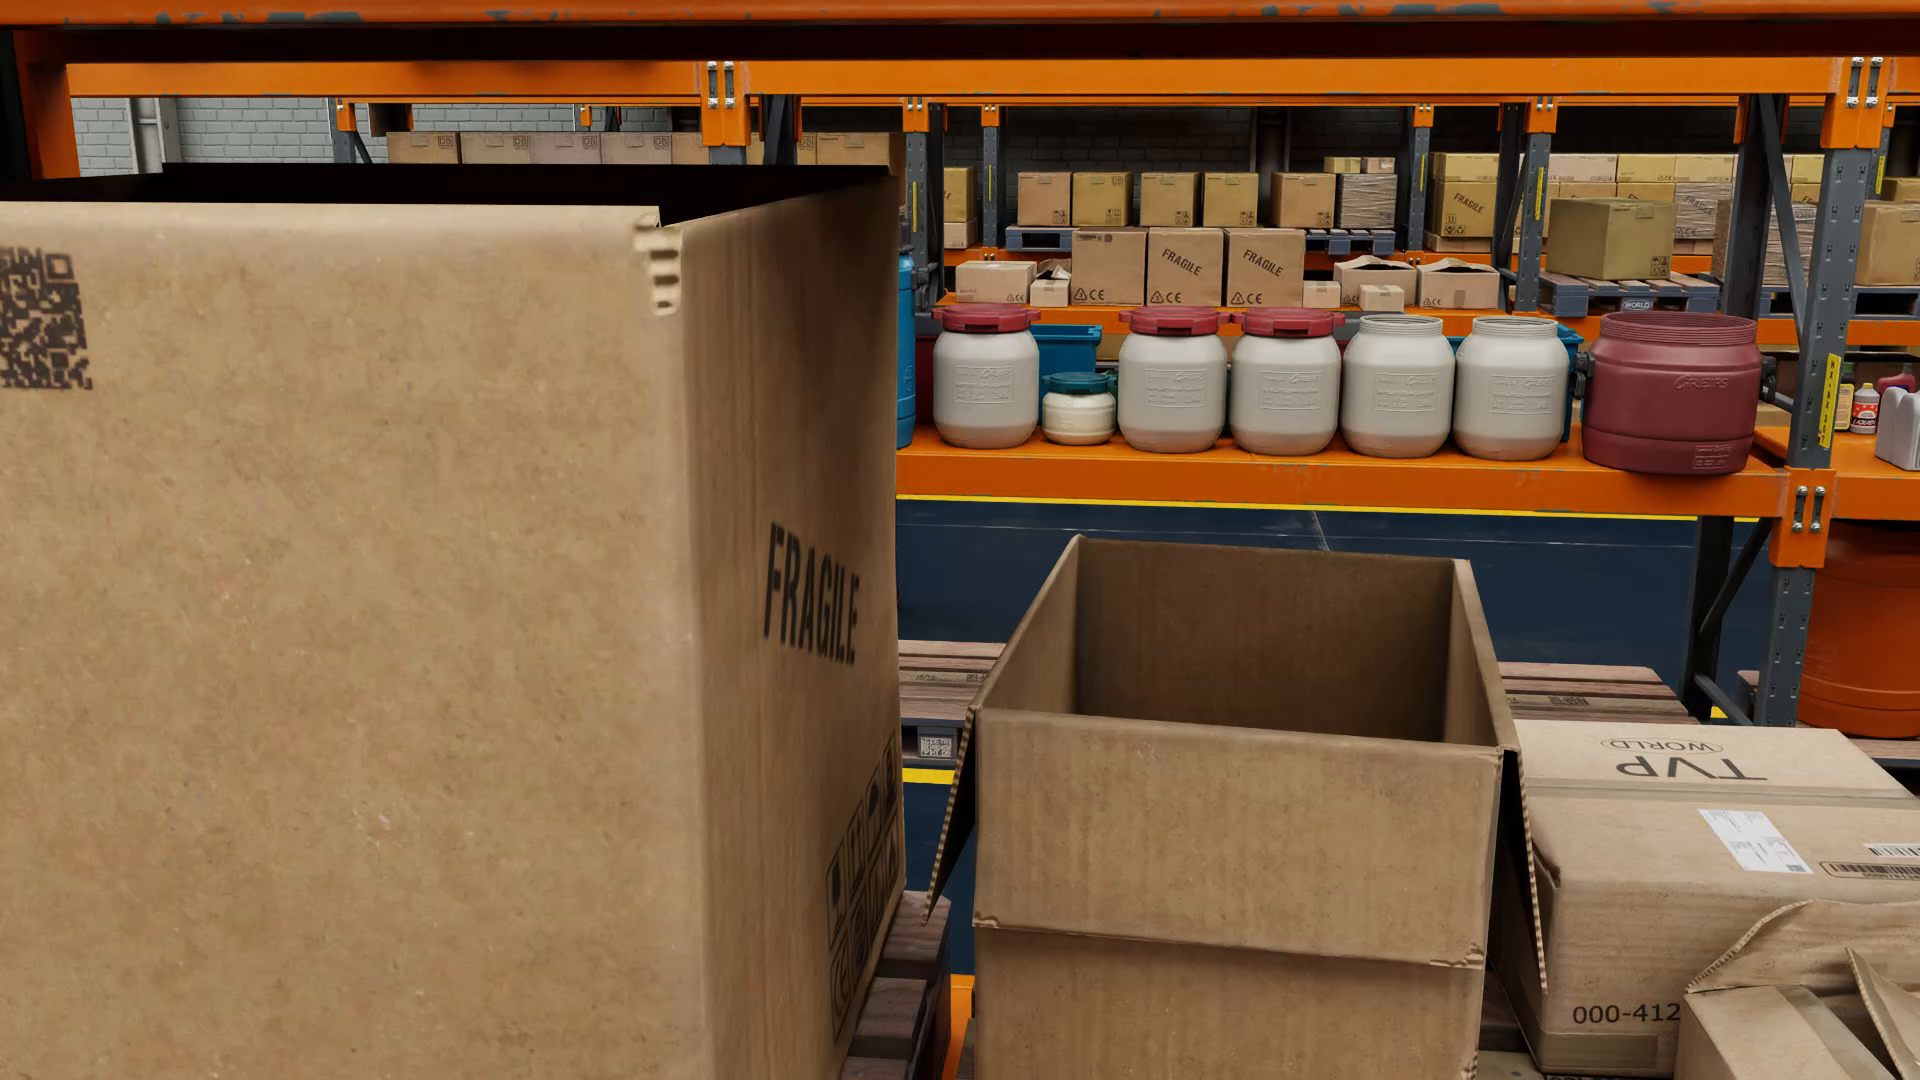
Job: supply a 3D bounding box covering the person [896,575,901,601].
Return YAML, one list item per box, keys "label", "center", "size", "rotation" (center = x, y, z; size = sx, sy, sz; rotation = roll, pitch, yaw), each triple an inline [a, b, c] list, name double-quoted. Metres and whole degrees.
- label: "person"
  center: [-0.709, -0.414, 8.726]
  size: [0.724, 1.676, 0.618]
  rotation: [7, 16, 24]
